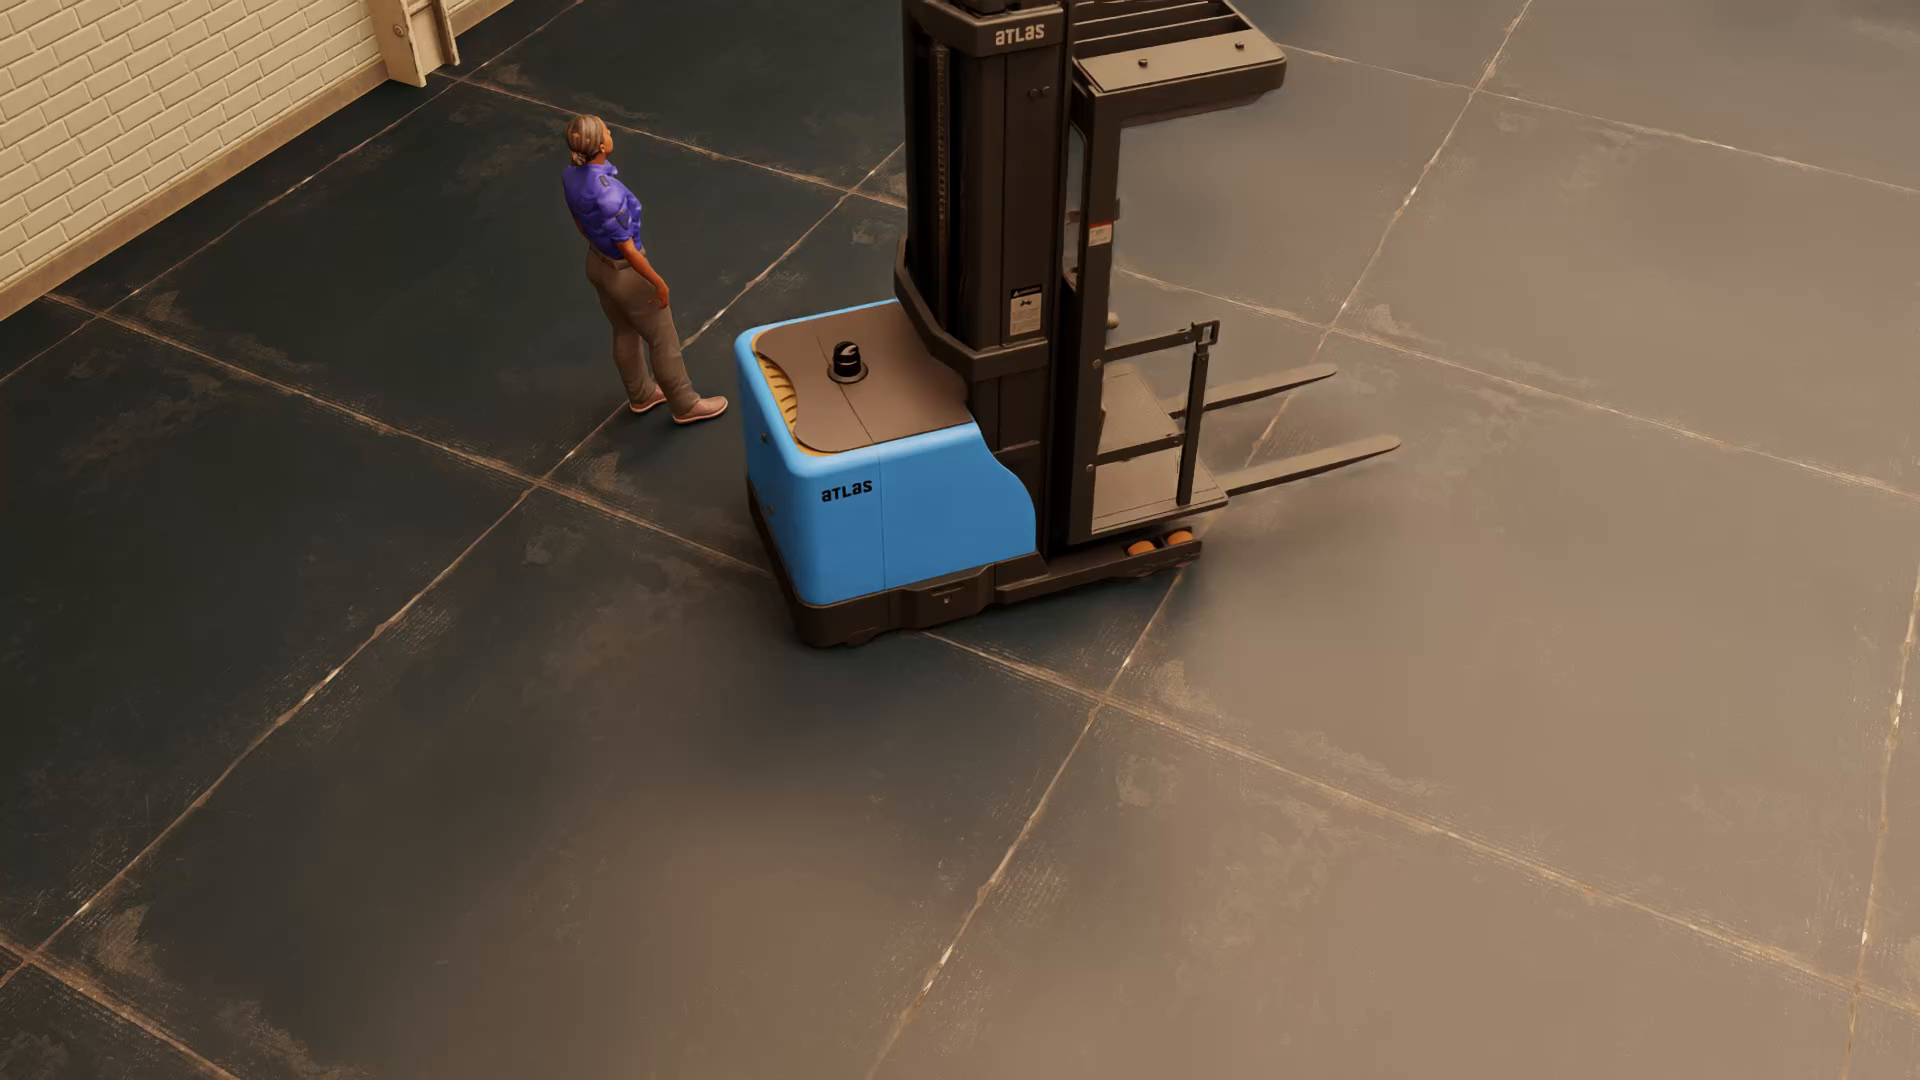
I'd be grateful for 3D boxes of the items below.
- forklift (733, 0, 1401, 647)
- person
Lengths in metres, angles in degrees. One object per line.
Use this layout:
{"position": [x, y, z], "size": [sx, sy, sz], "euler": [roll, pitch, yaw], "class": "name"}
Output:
{"position": [0.579, -1.226, 6.955], "size": [3.031, 2.935, 1.130], "euler": [-14, 45, -14], "class": "forklift"}
{"position": [-1.535, -1.300, 7.955], "size": [0.504, 1.654, 0.570], "euler": [-32, 52, -29], "class": "person"}
